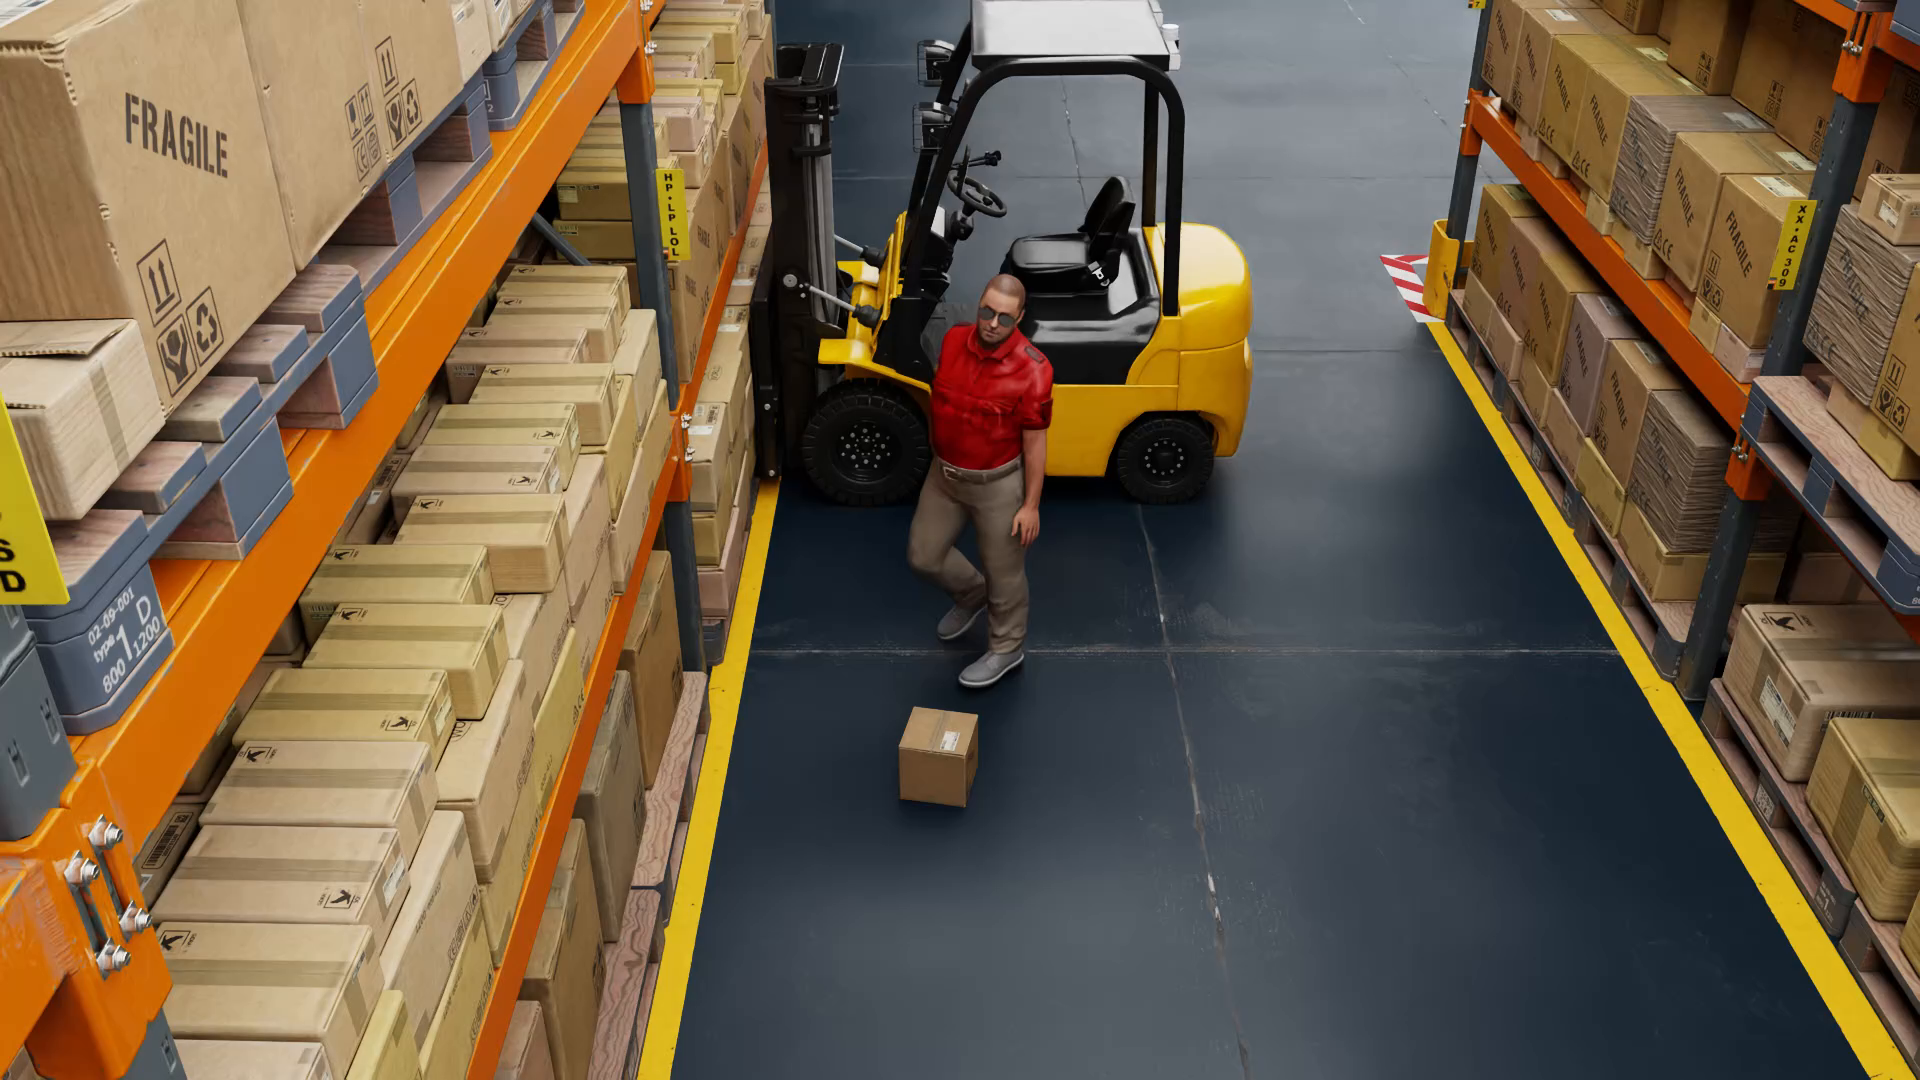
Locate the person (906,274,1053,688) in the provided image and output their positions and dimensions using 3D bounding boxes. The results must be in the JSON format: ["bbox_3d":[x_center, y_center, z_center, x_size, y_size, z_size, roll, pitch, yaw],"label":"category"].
[{"bbox_3d":[0.102,-0.231,6.505,0.560,1.727,0.464,20,37,29],"label":"person"}]
